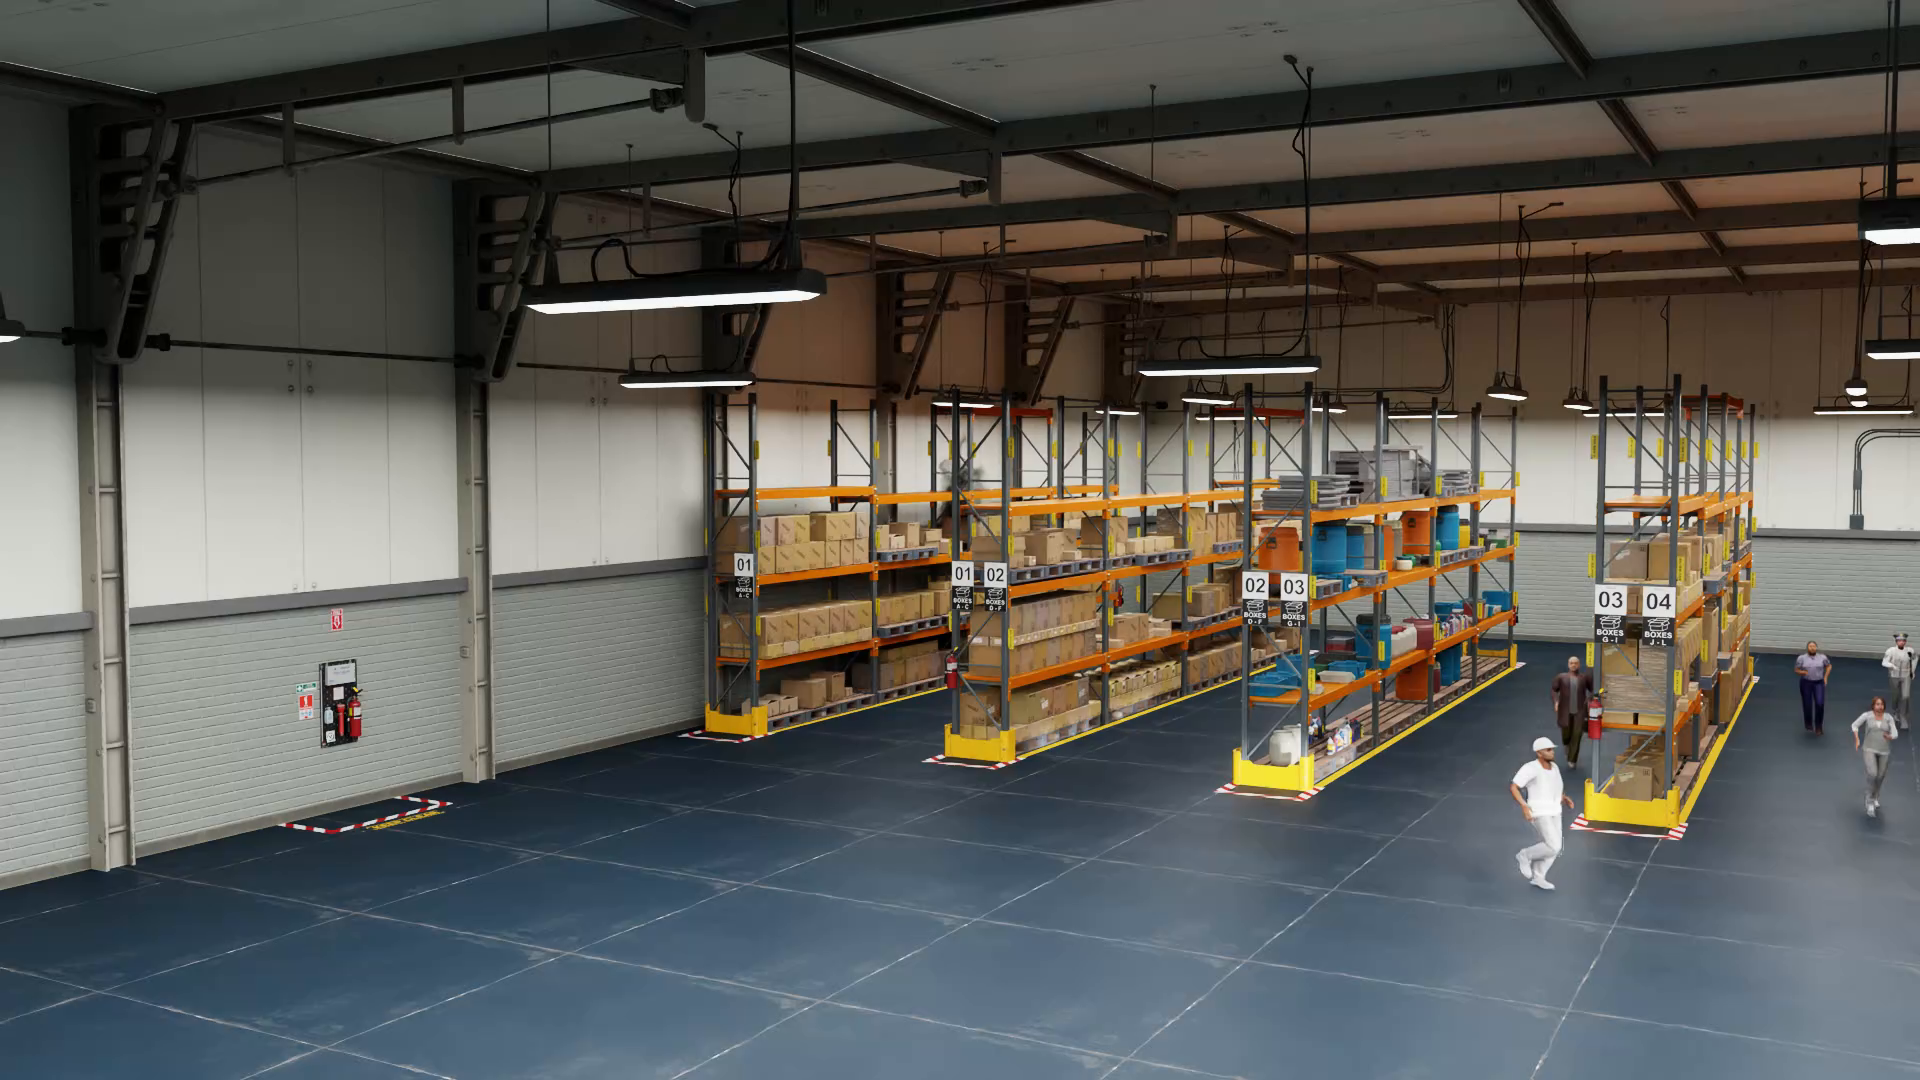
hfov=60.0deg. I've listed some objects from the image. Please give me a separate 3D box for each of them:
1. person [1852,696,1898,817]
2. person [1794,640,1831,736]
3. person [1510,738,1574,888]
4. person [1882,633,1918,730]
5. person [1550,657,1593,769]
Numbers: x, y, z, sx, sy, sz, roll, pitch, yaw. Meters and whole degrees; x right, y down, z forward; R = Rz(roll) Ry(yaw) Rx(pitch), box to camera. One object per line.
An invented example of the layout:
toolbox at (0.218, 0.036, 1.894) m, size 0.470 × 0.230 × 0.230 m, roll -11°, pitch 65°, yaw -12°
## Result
person at (12.612, 2.927, 22.904) m, size 0.504 × 1.571 × 0.711 m, roll 1°, pitch 3°, yaw 13°
person at (15.012, 2.614, 29.293) m, size 0.581 × 1.693 × 0.711 m, roll 2°, pitch 3°, yaw 27°
person at (6.680, 3.117, 18.970) m, size 0.699 × 1.722 × 0.580 m, roll -2°, pitch 4°, yaw -33°
person at (17.025, 2.533, 30.133) m, size 0.552 × 1.727 × 0.809 m, roll 2°, pitch 4°, yaw 31°
person at (9.713, 2.717, 26.334) m, size 0.711 × 1.743 × 0.756 m, roll 1°, pitch 3°, yaw 19°
